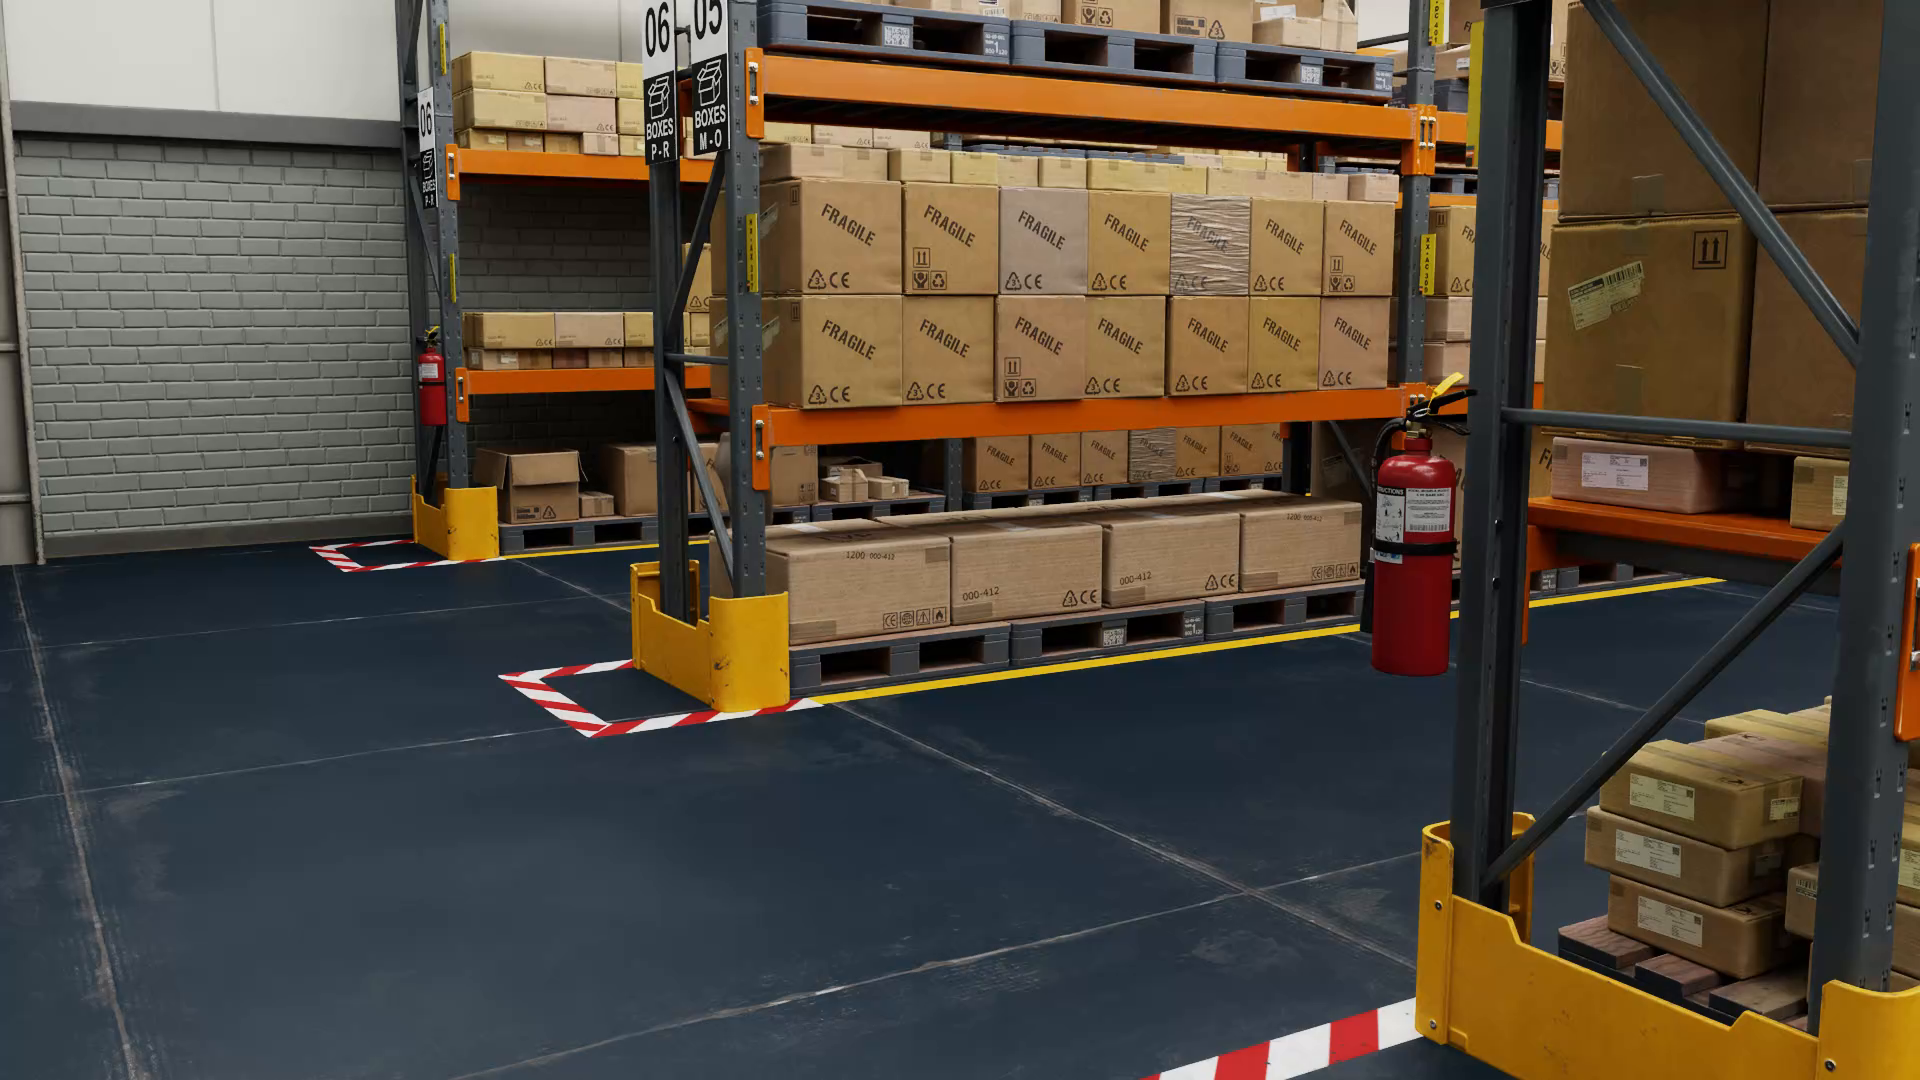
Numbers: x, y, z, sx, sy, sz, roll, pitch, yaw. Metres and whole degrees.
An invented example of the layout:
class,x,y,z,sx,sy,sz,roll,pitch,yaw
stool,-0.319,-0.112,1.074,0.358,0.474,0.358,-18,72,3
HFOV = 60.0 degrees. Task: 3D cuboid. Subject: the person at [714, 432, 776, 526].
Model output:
class,x,y,z,sx,sy,sz,roll,pitch,yaw
person,-1.218,-0.433,9.493,0.357,1.719,0.532,-2,8,-15
